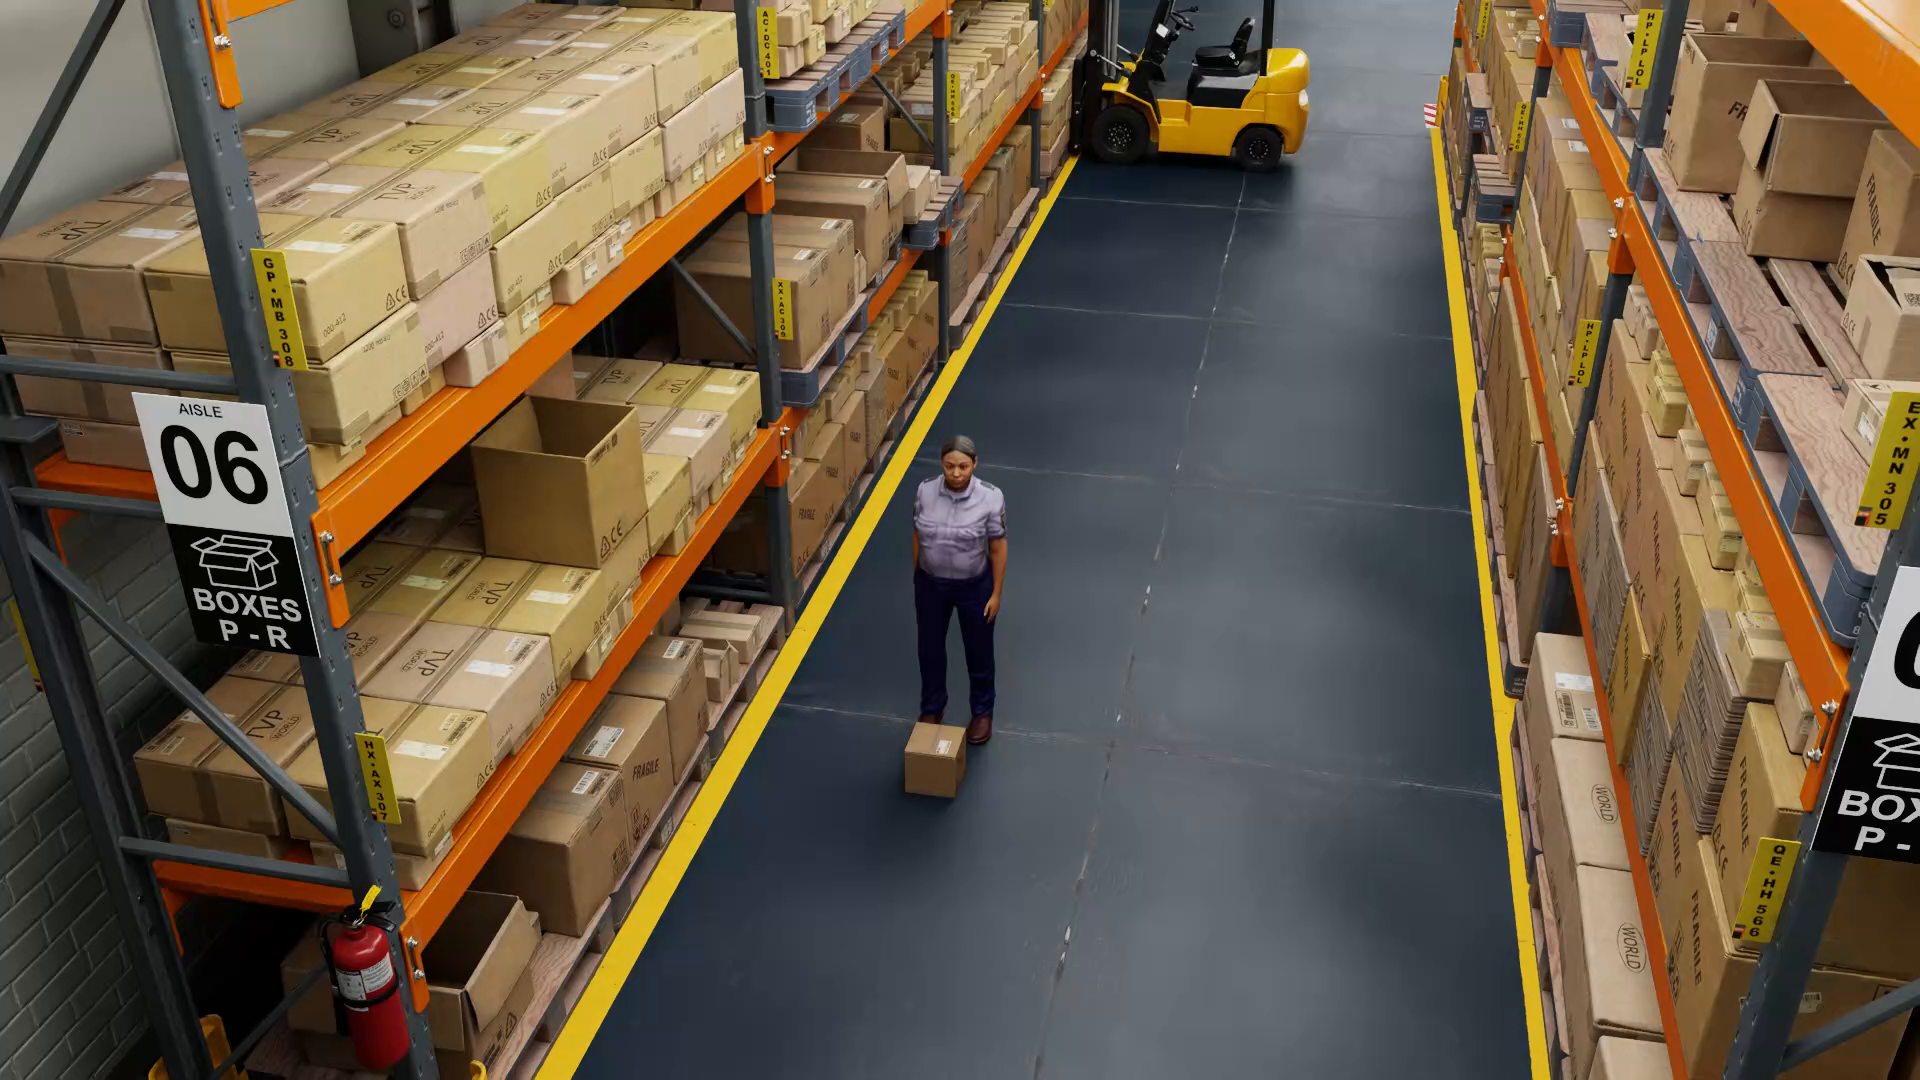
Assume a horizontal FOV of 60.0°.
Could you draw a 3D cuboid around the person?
[{"bbox_3d":[-0.009,0.254,8.181,0.473,1.668,0.355,6,30,11],"label":"person"}]
